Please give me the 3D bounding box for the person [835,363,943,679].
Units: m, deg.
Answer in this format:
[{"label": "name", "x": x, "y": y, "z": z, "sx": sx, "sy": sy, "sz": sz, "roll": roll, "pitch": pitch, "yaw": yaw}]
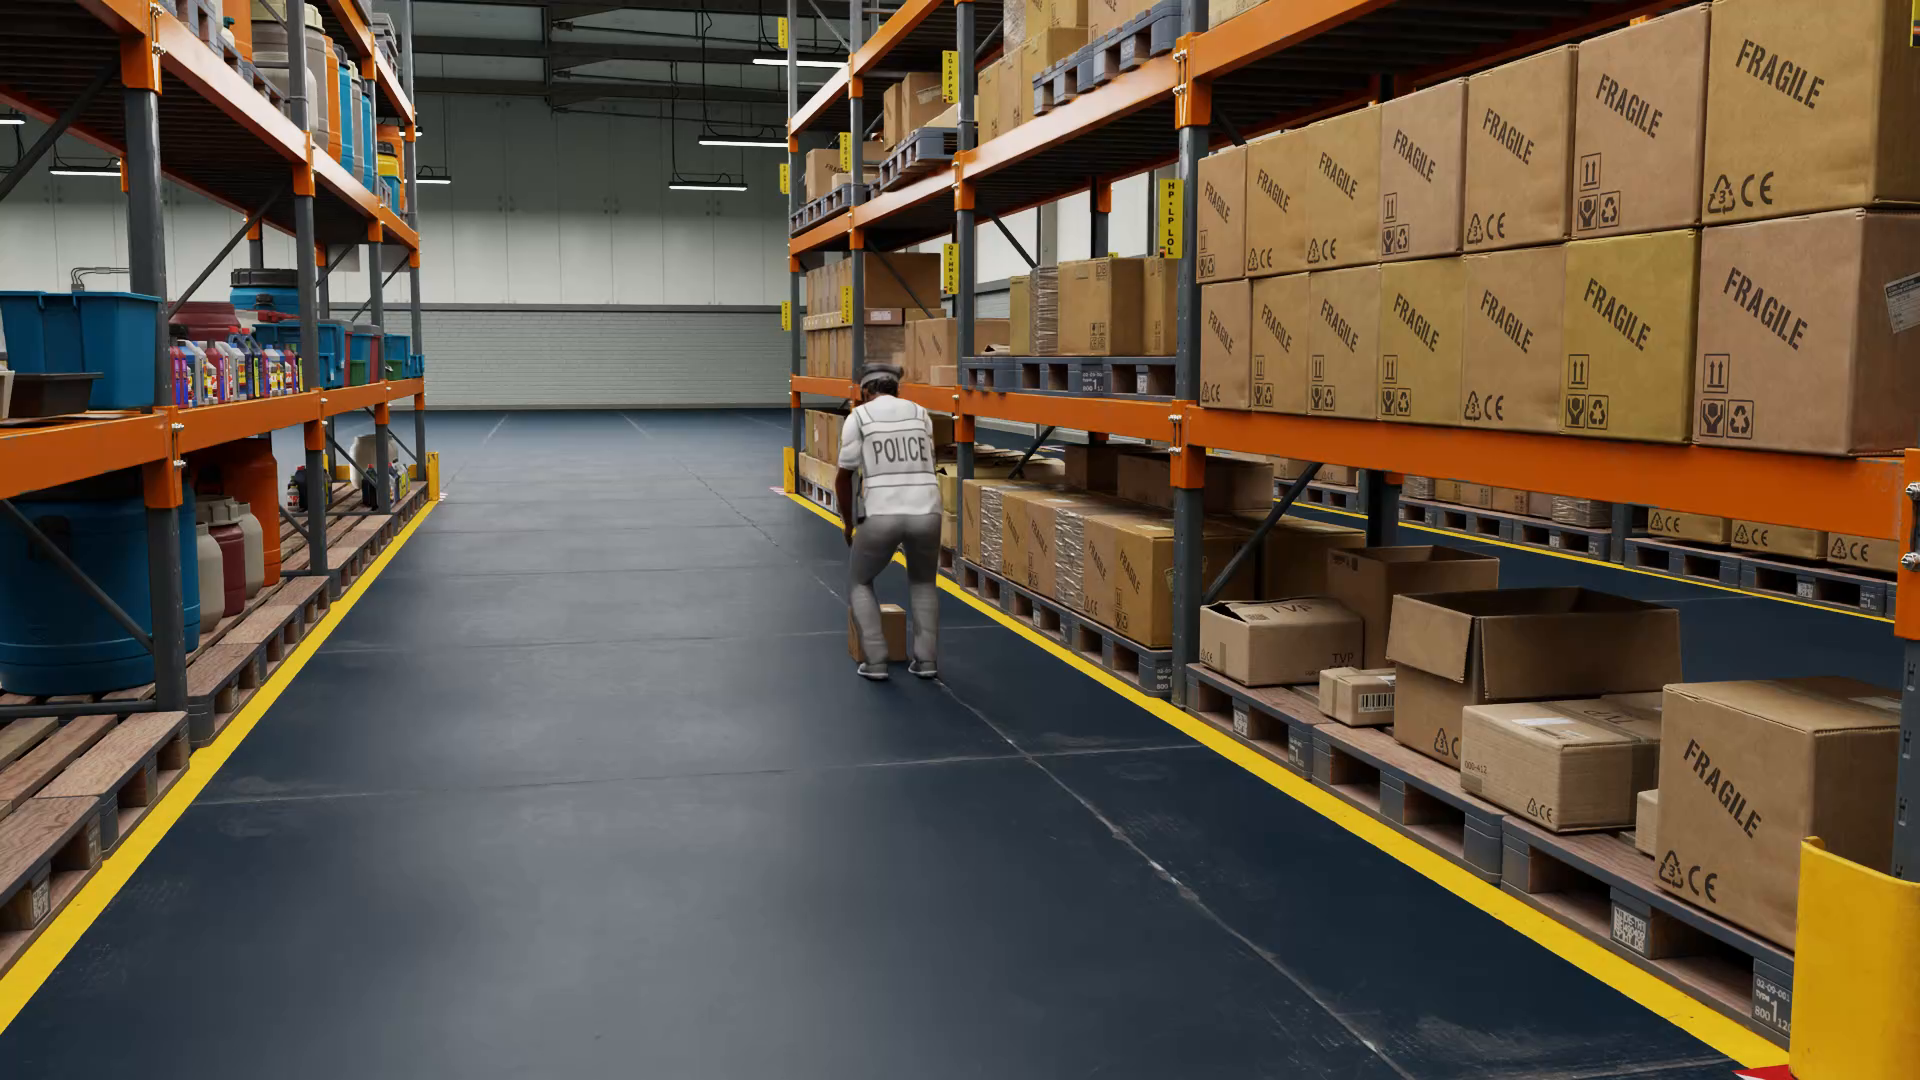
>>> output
[{"label": "person", "x": -0.341, "y": -0.090, "z": 7.878, "sx": 0.490, "sy": 1.487, "sz": 0.628, "roll": -1, "pitch": 6, "yaw": -13}]
